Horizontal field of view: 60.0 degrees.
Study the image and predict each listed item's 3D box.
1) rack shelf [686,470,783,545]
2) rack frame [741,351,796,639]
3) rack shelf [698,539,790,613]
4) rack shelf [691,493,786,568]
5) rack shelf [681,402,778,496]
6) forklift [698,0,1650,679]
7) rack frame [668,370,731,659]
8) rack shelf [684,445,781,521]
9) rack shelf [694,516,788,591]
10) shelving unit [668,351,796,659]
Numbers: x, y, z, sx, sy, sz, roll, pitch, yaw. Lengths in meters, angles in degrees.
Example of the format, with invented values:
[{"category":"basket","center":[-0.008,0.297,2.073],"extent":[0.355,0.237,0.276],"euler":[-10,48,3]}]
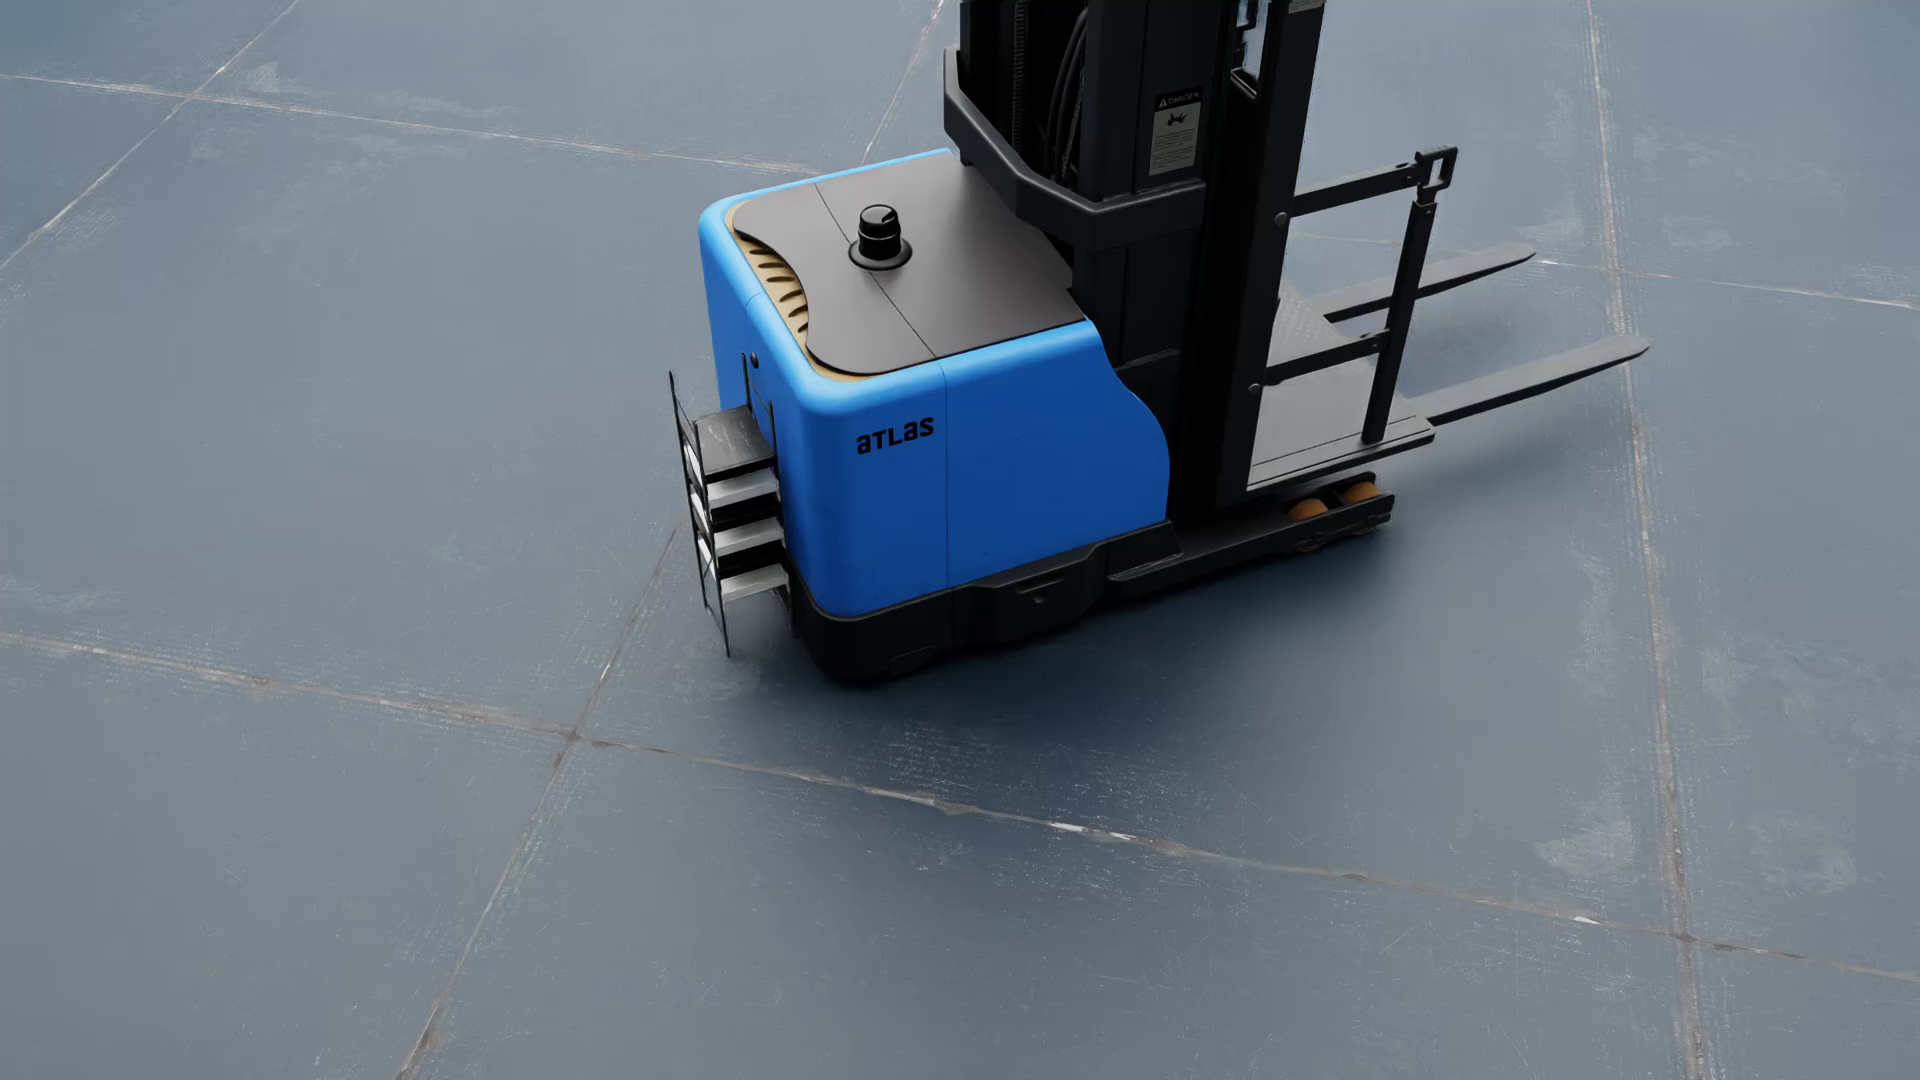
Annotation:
[{"category":"rack shelf","center":[-0.632,-0.120,4.644],"extent":[0.200,0.077,0.258],"euler":[-17,46,-17]},{"category":"rack frame","center":[-0.539,-0.107,4.712],"extent":[0.006,0.900,0.240],"euler":[-17,46,-17]},{"category":"rack shelf","center":[-0.632,0.075,4.831],"extent":[0.200,0.077,0.258],"euler":[-17,46,-17]},{"category":"rack shelf","center":[-0.632,-0.055,4.706],"extent":[0.200,0.077,0.258],"euler":[-17,46,-17]},{"category":"rack shelf","center":[-0.632,-0.249,4.519],"extent":[0.200,0.077,0.258],"euler":[-17,46,-17]},{"category":"forklift","center":[0.809,-1.340,4.528],"extent":[3.031,2.935,1.130],"euler":[-17,46,-17]},{"category":"rack frame","center":[-0.725,-0.051,4.654],"extent":[0.006,0.900,0.240],"euler":[-17,46,-17]},{"category":"rack shelf","center":[-0.632,-0.185,4.581],"extent":[0.200,0.077,0.258],"euler":[-17,46,-17]},{"category":"rack shelf","center":[-0.632,0.010,4.769],"extent":[0.200,0.077,0.258],"euler":[-17,46,-17]},{"category":"shelving unit","center":[-0.632,-0.079,4.683],"extent":[0.210,0.900,0.258],"euler":[-17,46,-17]}]
